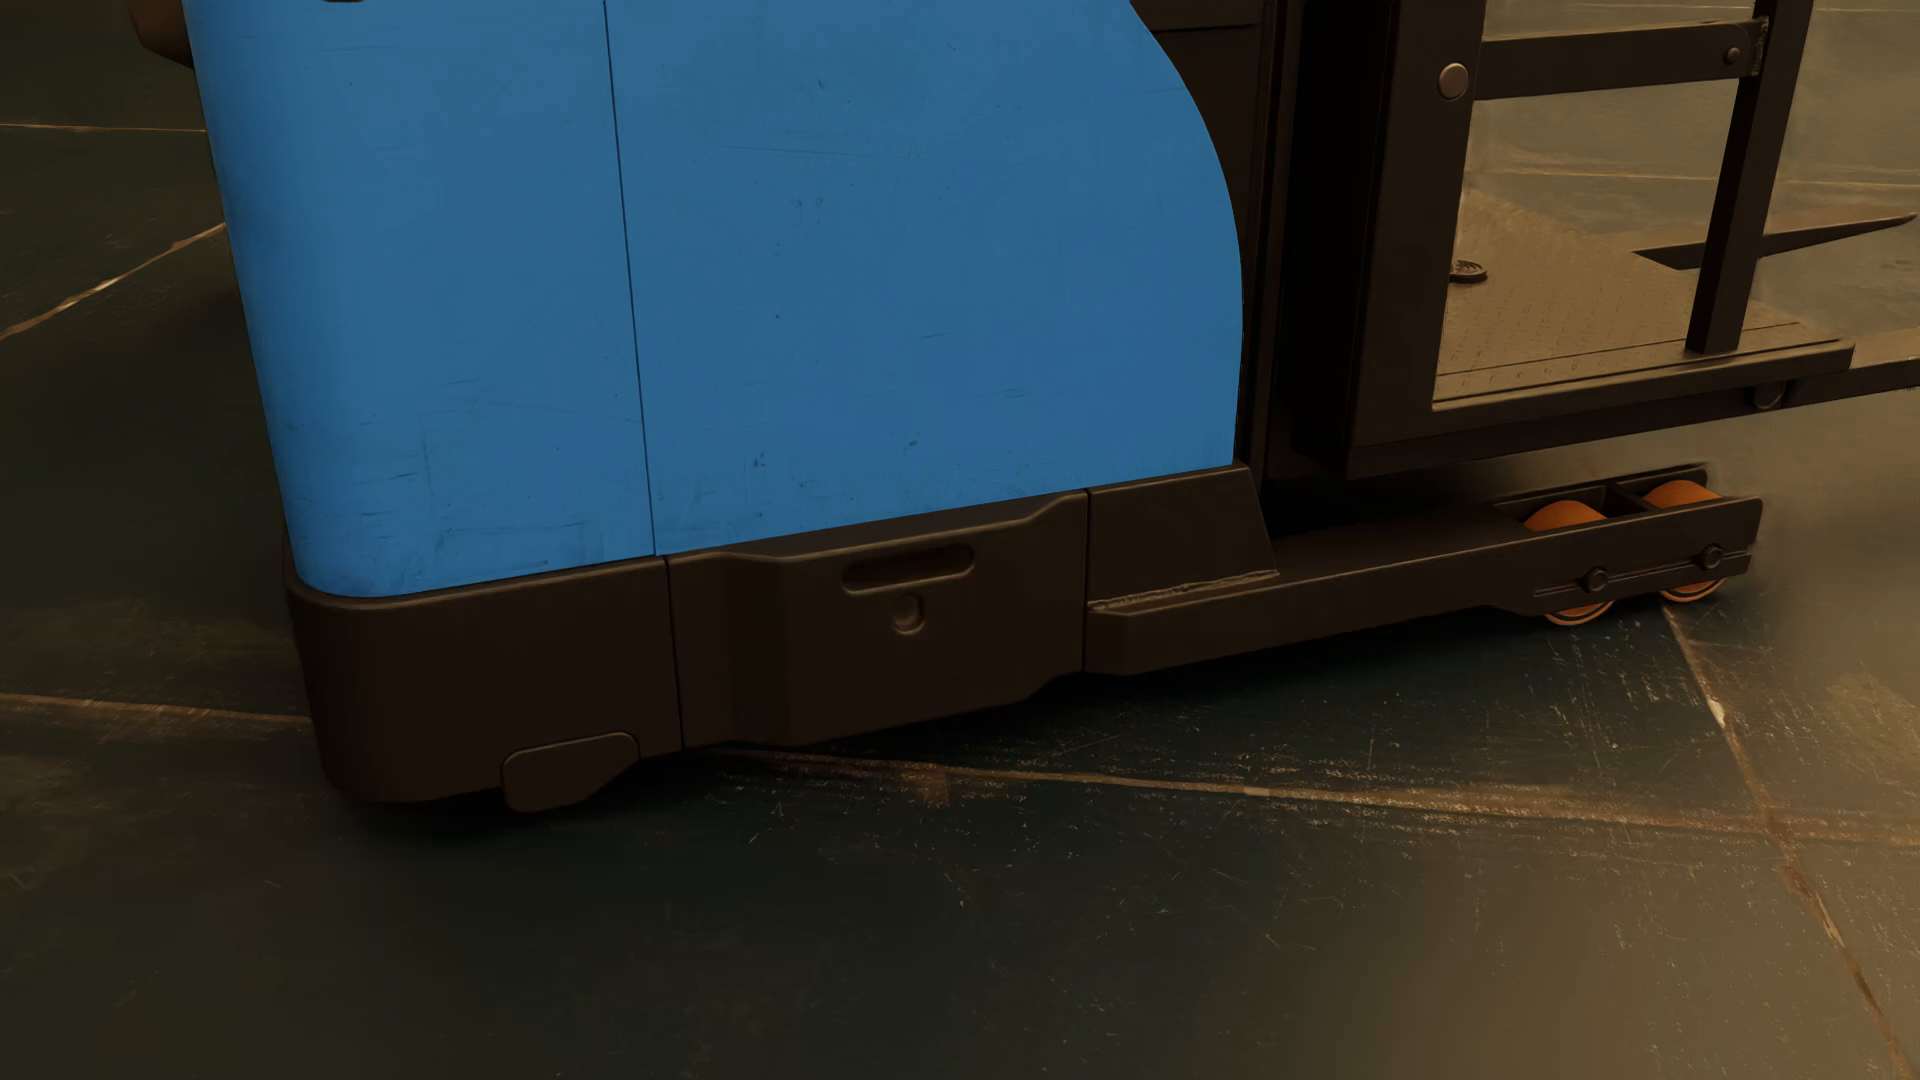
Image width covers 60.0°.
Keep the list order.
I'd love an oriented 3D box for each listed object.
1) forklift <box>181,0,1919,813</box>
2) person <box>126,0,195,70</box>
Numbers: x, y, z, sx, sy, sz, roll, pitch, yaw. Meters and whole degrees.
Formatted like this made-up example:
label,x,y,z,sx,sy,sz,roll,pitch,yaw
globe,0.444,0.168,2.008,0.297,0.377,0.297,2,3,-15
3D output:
label,x,y,z,sx,sy,sz,roll,pitch,yaw
forklift,0.572,-1.406,2.035,3.031,2.935,1.130,-9,28,-18
person,-1.297,-1.112,3.107,0.985,1.442,0.658,10,28,20
